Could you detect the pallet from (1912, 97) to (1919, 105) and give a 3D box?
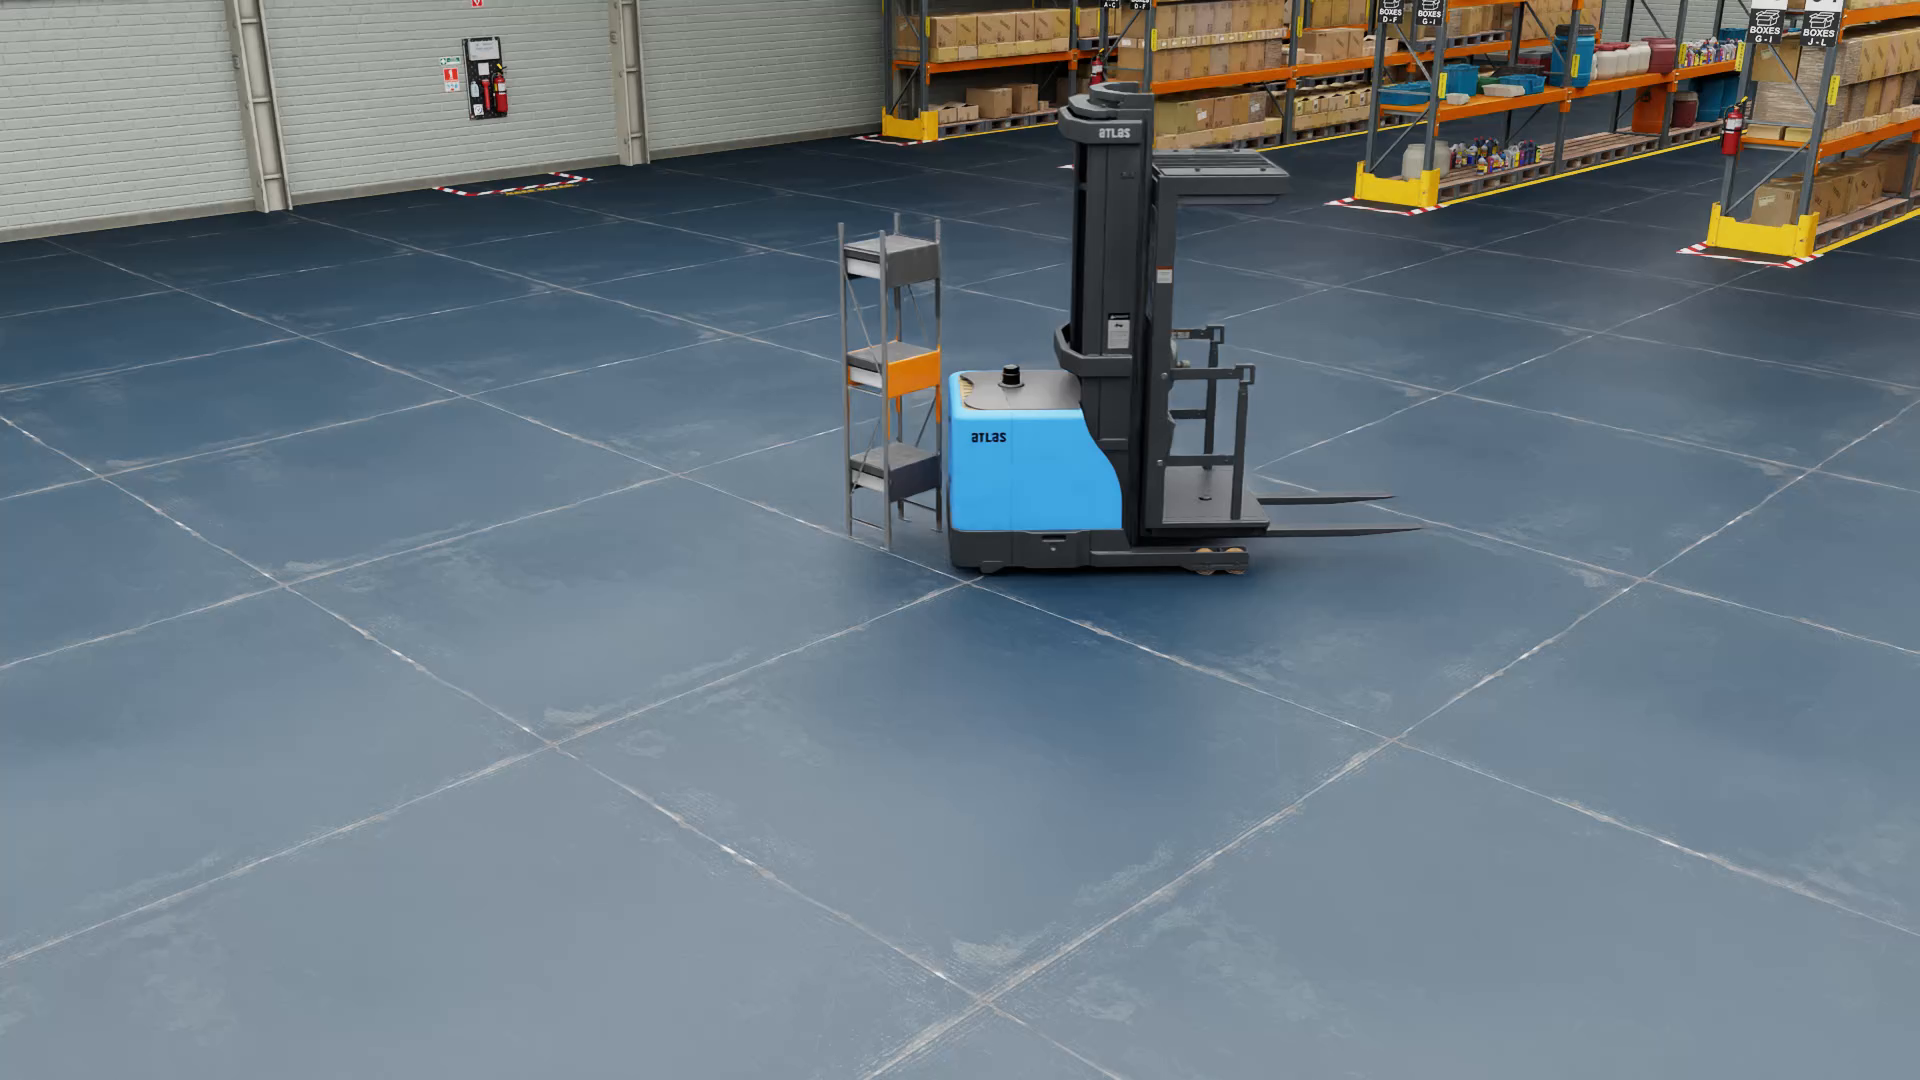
[{"bbox_3d":[13.120,-6.025,22.836,1.003,0.211,1.213,19,28,41],"label":"pallet"}]

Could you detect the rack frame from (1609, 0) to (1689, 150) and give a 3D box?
[{"bbox_3d":[11.724,-8.222,28.285,1.000,3.000,0.127,19,28,41],"label":"rack frame"}]

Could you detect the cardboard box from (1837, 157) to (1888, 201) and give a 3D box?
[{"bbox_3d":[12.175,-4.891,22.517,0.500,0.500,0.500,18,28,39],"label":"cardboard box"}]

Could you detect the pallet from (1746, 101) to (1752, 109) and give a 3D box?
[{"bbox_3d":[15.851,-8.463,32.798,1.003,0.211,1.213,19,28,41],"label":"pallet"}]

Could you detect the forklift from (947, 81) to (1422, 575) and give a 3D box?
[{"bbox_3d":[1.440,-1.336,10.466,3.031,2.935,1.130,-1,21,-2],"label":"forklift"}]

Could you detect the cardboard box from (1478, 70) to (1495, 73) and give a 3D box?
[{"bbox_3d":[10.829,-9.331,34.041,0.500,0.500,0.500,19,28,40],"label":"cardboard box"}]

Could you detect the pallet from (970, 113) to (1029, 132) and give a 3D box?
[{"bbox_3d":[0.541,-7.875,31.270,1.003,0.211,1.213,19,28,41],"label":"pallet"}]

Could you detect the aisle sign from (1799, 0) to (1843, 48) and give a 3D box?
[{"bbox_3d":[9.864,-6.049,19.007,0.394,0.787,0.004,19,28,41],"label":"aisle sign"}]

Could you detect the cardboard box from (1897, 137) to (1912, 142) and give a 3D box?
[{"bbox_3d":[14.052,-5.551,24.206,0.500,0.500,0.700,-17,27,-38],"label":"cardboard box"}]

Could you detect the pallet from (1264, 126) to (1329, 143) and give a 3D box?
[{"bbox_3d":[5.873,-7.332,29.857,1.003,0.211,1.213,19,28,41],"label":"pallet"}]

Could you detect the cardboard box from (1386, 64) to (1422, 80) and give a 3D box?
[{"bbox_3d":[8.698,-9.166,32.567,0.500,0.250,0.500,-19,28,-40],"label":"cardboard box"}]

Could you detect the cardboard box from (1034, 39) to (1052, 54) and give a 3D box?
[{"bbox_3d":[1.369,-9.289,31.243,0.500,0.250,0.500,19,28,41],"label":"cardboard box"}]

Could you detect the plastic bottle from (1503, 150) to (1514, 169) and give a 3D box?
[{"bbox_3d":[8.216,-5.717,24.951,0.135,0.276,0.152,-20,28,-41],"label":"plastic bottle"}]

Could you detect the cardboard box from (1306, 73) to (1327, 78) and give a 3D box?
[{"bbox_3d":[8.012,-10.926,38.218,0.700,0.500,0.500,20,29,41],"label":"cardboard box"}]

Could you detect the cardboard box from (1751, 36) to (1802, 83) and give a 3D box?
[{"bbox_3d":[9.899,-5.782,19.988,0.500,0.500,0.500,19,28,41],"label":"cardboard box"}]

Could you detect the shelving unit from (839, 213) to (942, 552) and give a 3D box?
[{"bbox_3d":[-0.439,-1.013,10.784,0.431,2.100,0.503,19,28,40],"label":"shelving unit"}]

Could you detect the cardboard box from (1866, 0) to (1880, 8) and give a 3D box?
[{"bbox_3d":[10.569,-6.450,19.702,0.500,0.250,0.500,18,28,39],"label":"cardboard box"}]

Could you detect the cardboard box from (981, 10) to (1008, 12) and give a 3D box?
[{"bbox_3d":[0.643,-9.636,31.099,0.500,0.500,0.500,-19,28,-41],"label":"cardboard box"}]

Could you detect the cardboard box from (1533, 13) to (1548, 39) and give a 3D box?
[{"bbox_3d":[11.874,-10.733,34.678,0.500,0.500,0.500,-20,28,-41],"label":"cardboard box"}]

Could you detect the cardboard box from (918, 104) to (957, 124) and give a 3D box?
[{"bbox_3d":[-0.408,-7.751,30.194,0.500,0.311,0.500,15,26,35],"label":"cardboard box"}]

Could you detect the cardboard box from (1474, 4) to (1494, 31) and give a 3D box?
[{"bbox_3d":[10.478,-10.668,33.924,0.700,0.500,0.500,9,23,23],"label":"cardboard box"}]

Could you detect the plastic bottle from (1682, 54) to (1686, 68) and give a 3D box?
[{"bbox_3d":[12.358,-8.215,28.447,0.097,0.271,0.097,0,21,0],"label":"plastic bottle"}]

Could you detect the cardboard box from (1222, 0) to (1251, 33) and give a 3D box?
[{"bbox_3d":[4.381,-8.712,27.613,0.700,0.500,0.500,19,28,41],"label":"cardboard box"}]

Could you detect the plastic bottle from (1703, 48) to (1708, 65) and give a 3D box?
[{"bbox_3d":[13.003,-8.453,29.065,0.097,0.271,0.097,0,21,0],"label":"plastic bottle"}]

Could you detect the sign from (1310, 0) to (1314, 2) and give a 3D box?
[{"bbox_3d":[7.812,-12.100,36.871,0.100,0.325,0.005,19,28,41],"label":"sign"}]

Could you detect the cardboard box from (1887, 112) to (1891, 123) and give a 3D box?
[{"bbox_3d":[11.781,-5.474,21.485,0.380,0.149,0.250,19,28,41],"label":"cardboard box"}]

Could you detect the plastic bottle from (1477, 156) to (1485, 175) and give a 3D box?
[{"bbox_3d":[7.631,-5.486,24.355,0.097,0.271,0.097,0,21,0],"label":"plastic bottle"}]

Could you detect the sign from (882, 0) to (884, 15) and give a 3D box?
[{"bbox_3d":[-1.338,-9.477,29.497,0.100,0.325,0.005,19,28,41],"label":"sign"}]

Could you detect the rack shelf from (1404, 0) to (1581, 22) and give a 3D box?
[{"bbox_3d":[7.539,-7.744,23.864,1.077,0.370,4.000,19,28,41],"label":"rack shelf"}]

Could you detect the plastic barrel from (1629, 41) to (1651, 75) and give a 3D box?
[{"bbox_3d":[11.160,-7.956,27.438,0.421,0.512,0.421,0,21,0],"label":"plastic barrel"}]

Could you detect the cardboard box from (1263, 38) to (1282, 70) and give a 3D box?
[{"bbox_3d":[5.082,-8.366,28.519,0.700,0.500,0.500,18,28,39],"label":"cardboard box"}]

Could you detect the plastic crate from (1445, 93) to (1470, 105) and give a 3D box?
[{"bbox_3d":[6.998,-6.192,23.371,0.298,0.136,0.250,19,28,41],"label":"plastic crate"}]

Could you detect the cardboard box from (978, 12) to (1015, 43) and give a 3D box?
[{"bbox_3d":[0.662,-9.374,30.417,0.500,0.500,0.500,-19,28,-40],"label":"cardboard box"}]

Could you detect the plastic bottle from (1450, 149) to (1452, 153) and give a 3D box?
[{"bbox_3d":[7.306,-5.739,25.009,0.152,0.276,0.135,20,28,41],"label":"plastic bottle"}]

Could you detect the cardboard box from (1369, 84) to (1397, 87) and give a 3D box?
[{"bbox_3d":[7.989,-8.441,31.320,0.500,0.311,0.500,-19,28,-41],"label":"cardboard box"}]

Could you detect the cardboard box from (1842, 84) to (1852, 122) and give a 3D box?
[{"bbox_3d":[10.358,-5.405,20.401,0.875,0.500,0.500,19,28,41],"label":"cardboard box"}]

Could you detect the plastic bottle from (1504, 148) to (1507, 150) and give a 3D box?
[{"bbox_3d":[8.241,-5.780,25.106,0.061,0.283,0.133,19,28,41],"label":"plastic bottle"}]

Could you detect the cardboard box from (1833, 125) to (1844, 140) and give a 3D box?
[{"bbox_3d":[10.435,-4.942,20.103,0.380,0.149,0.250,19,28,41],"label":"cardboard box"}]

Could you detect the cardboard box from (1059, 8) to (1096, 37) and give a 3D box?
[{"bbox_3d":[2.215,-10.048,32.283,0.700,0.500,0.500,19,28,41],"label":"cardboard box"}]

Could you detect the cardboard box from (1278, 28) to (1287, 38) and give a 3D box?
[{"bbox_3d":[5.351,-8.661,28.383,0.380,0.149,0.250,19,28,41],"label":"cardboard box"}]

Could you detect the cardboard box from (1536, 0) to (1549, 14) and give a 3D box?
[{"bbox_3d":[11.858,-11.188,34.468,0.500,0.500,0.500,18,28,39],"label":"cardboard box"}]

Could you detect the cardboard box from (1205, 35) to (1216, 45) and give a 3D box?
[{"bbox_3d":[3.922,-8.134,27.014,0.380,0.149,0.250,19,28,40],"label":"cardboard box"}]

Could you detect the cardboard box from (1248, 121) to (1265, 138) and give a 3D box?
[{"bbox_3d":[4.865,-7.047,28.476,0.500,0.250,0.500,19,28,41],"label":"cardboard box"}]

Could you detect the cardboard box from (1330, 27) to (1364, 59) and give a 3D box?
[{"bbox_3d":[7.019,-9.074,30.363,0.500,0.500,0.500,17,27,38],"label":"cardboard box"}]

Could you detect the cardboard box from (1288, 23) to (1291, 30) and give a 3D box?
[{"bbox_3d":[7.224,-11.393,36.859,0.250,0.149,0.380,-20,28,-41],"label":"cardboard box"}]

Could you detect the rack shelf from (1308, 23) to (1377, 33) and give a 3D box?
[{"bbox_3d":[8.812,-11.908,38.878,1.077,0.370,4.000,19,28,41],"label":"rack shelf"}]

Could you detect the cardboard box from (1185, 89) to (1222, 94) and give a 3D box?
[{"bbox_3d":[4.142,-7.399,28.347,0.500,0.500,0.500,19,28,41],"label":"cardboard box"}]

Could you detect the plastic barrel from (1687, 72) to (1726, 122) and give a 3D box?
[{"bbox_3d":[13.629,-8.149,30.435,0.600,0.901,0.708,19,28,41],"label":"plastic barrel"}]

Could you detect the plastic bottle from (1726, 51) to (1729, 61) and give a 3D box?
[{"bbox_3d":[13.709,-8.681,29.755,0.097,0.201,0.097,0,21,0],"label":"plastic bottle"}]

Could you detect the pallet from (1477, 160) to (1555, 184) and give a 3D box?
[{"bbox_3d":[8.435,-5.730,25.689,1.003,0.211,1.213,19,28,41],"label":"pallet"}]

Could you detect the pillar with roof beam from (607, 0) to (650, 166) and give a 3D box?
[{"bbox_3d":[-2.187,-9.222,22.525,9.100,9.000,0.400,19,28,41],"label":"pillar with roof beam"}]

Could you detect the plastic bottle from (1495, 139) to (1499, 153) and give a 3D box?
[{"bbox_3d":[8.397,-6.154,26.093,0.097,0.271,0.097,0,21,0],"label":"plastic bottle"}]

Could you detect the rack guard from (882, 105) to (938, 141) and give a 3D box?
[{"bbox_3d":[-0.902,-7.498,29.886,1.175,0.500,0.348,19,28,41],"label":"rack guard"}]

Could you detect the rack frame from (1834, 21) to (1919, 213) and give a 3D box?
[{"bbox_3d":[12.483,-5.954,22.385,1.000,3.000,0.127,19,28,41],"label":"rack frame"}]

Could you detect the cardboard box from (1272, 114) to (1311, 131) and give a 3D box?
[{"bbox_3d":[5.846,-7.389,29.365,0.500,0.250,0.500,18,28,39],"label":"cardboard box"}]
